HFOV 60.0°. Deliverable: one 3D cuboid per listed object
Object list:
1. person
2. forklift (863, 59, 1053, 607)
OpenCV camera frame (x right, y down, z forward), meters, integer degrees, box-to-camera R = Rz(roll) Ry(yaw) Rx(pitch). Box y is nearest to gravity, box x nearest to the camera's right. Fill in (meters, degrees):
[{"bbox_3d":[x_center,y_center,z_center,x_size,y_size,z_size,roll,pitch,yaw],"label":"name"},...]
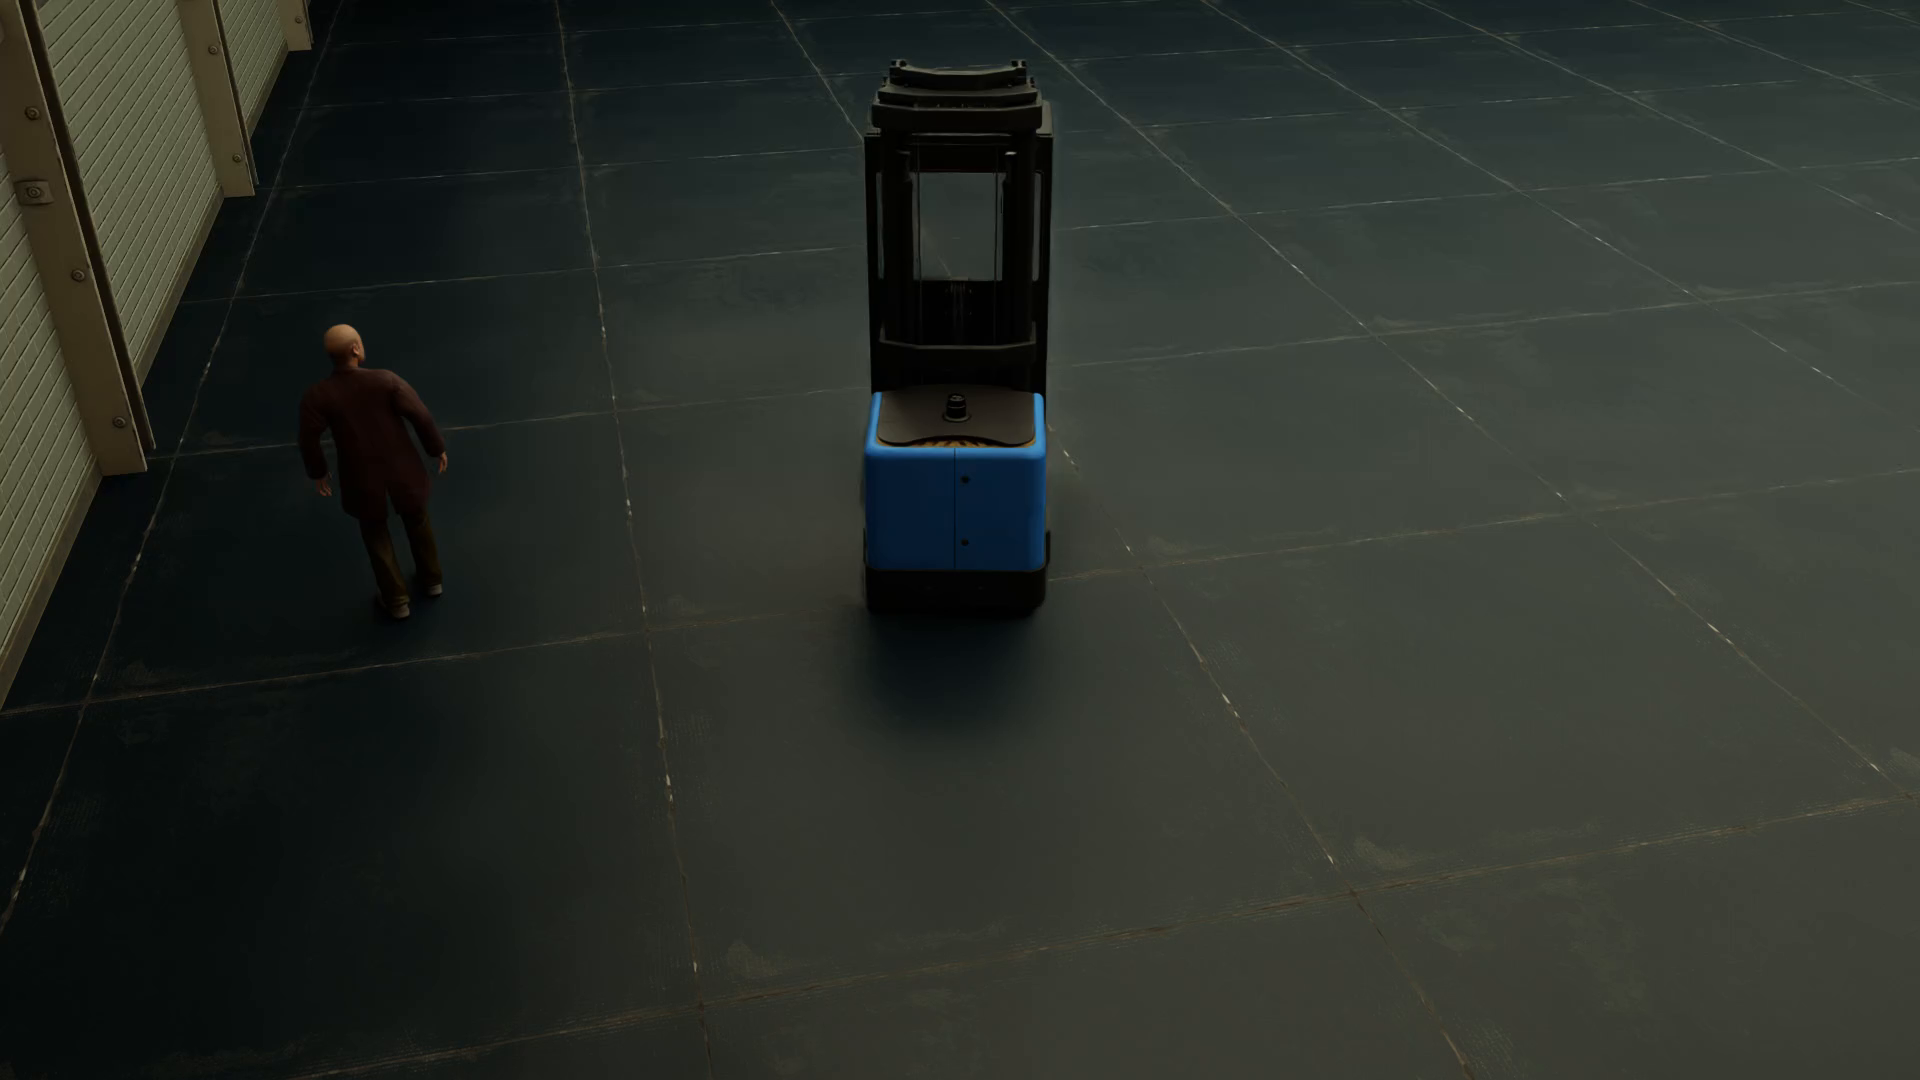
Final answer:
[{"bbox_3d":[-3.322,-0.432,9.479,0.769,1.772,0.561,-11,32,-19],"label":"person"},{"bbox_3d":[-0.004,-1.578,10.300,1.130,2.935,3.031,0,30,1],"label":"forklift"}]
